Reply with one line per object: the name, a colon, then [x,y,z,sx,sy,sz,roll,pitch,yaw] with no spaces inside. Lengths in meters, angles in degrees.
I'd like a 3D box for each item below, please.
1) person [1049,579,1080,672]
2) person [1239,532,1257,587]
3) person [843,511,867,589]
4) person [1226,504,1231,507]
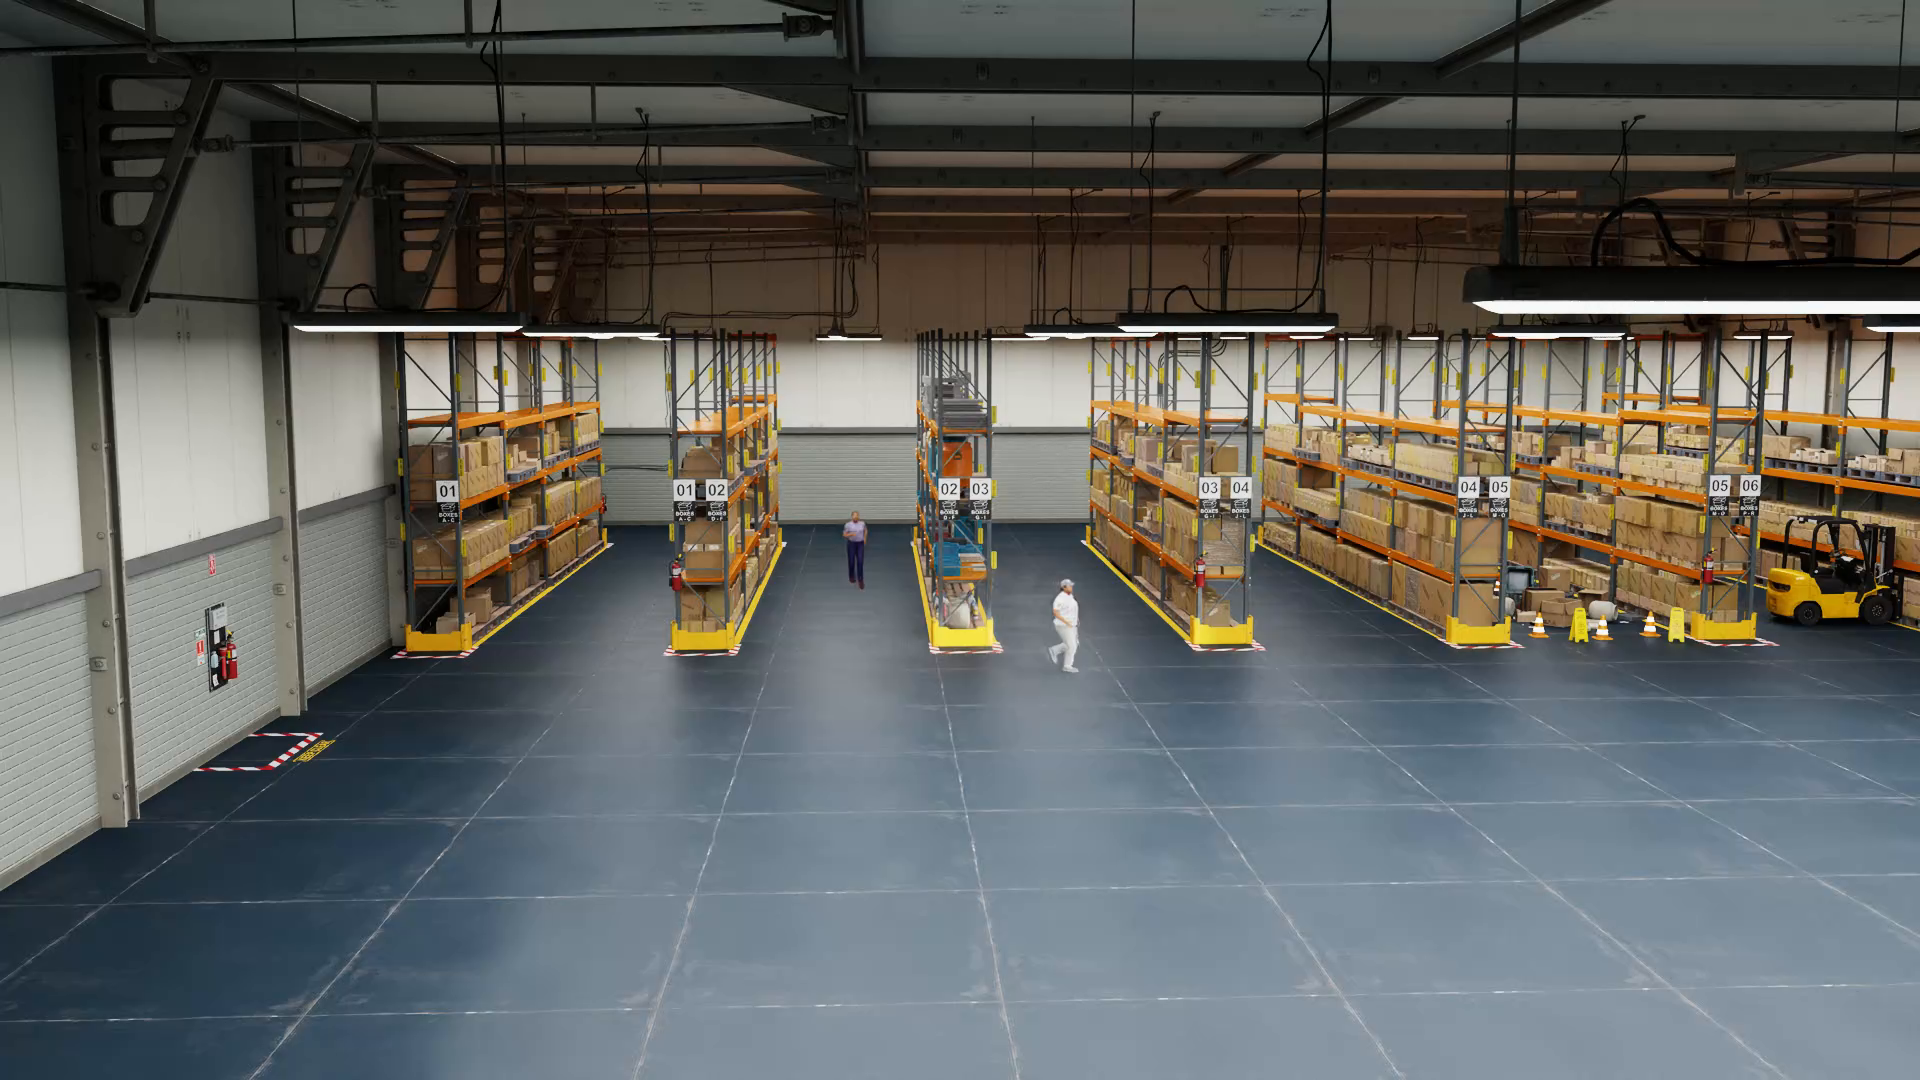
person: [1.809,1.486,29.168,0.630,1.621,0.647,4,8,29]
person: [6.702,0.373,38.831,0.522,1.559,0.549,-2,7,-15]
person: [-2.350,0.214,37.531,0.585,1.748,0.684,-1,7,-11]
person: [7.399,-0.654,47.146,0.631,1.626,0.921,3,7,21]
